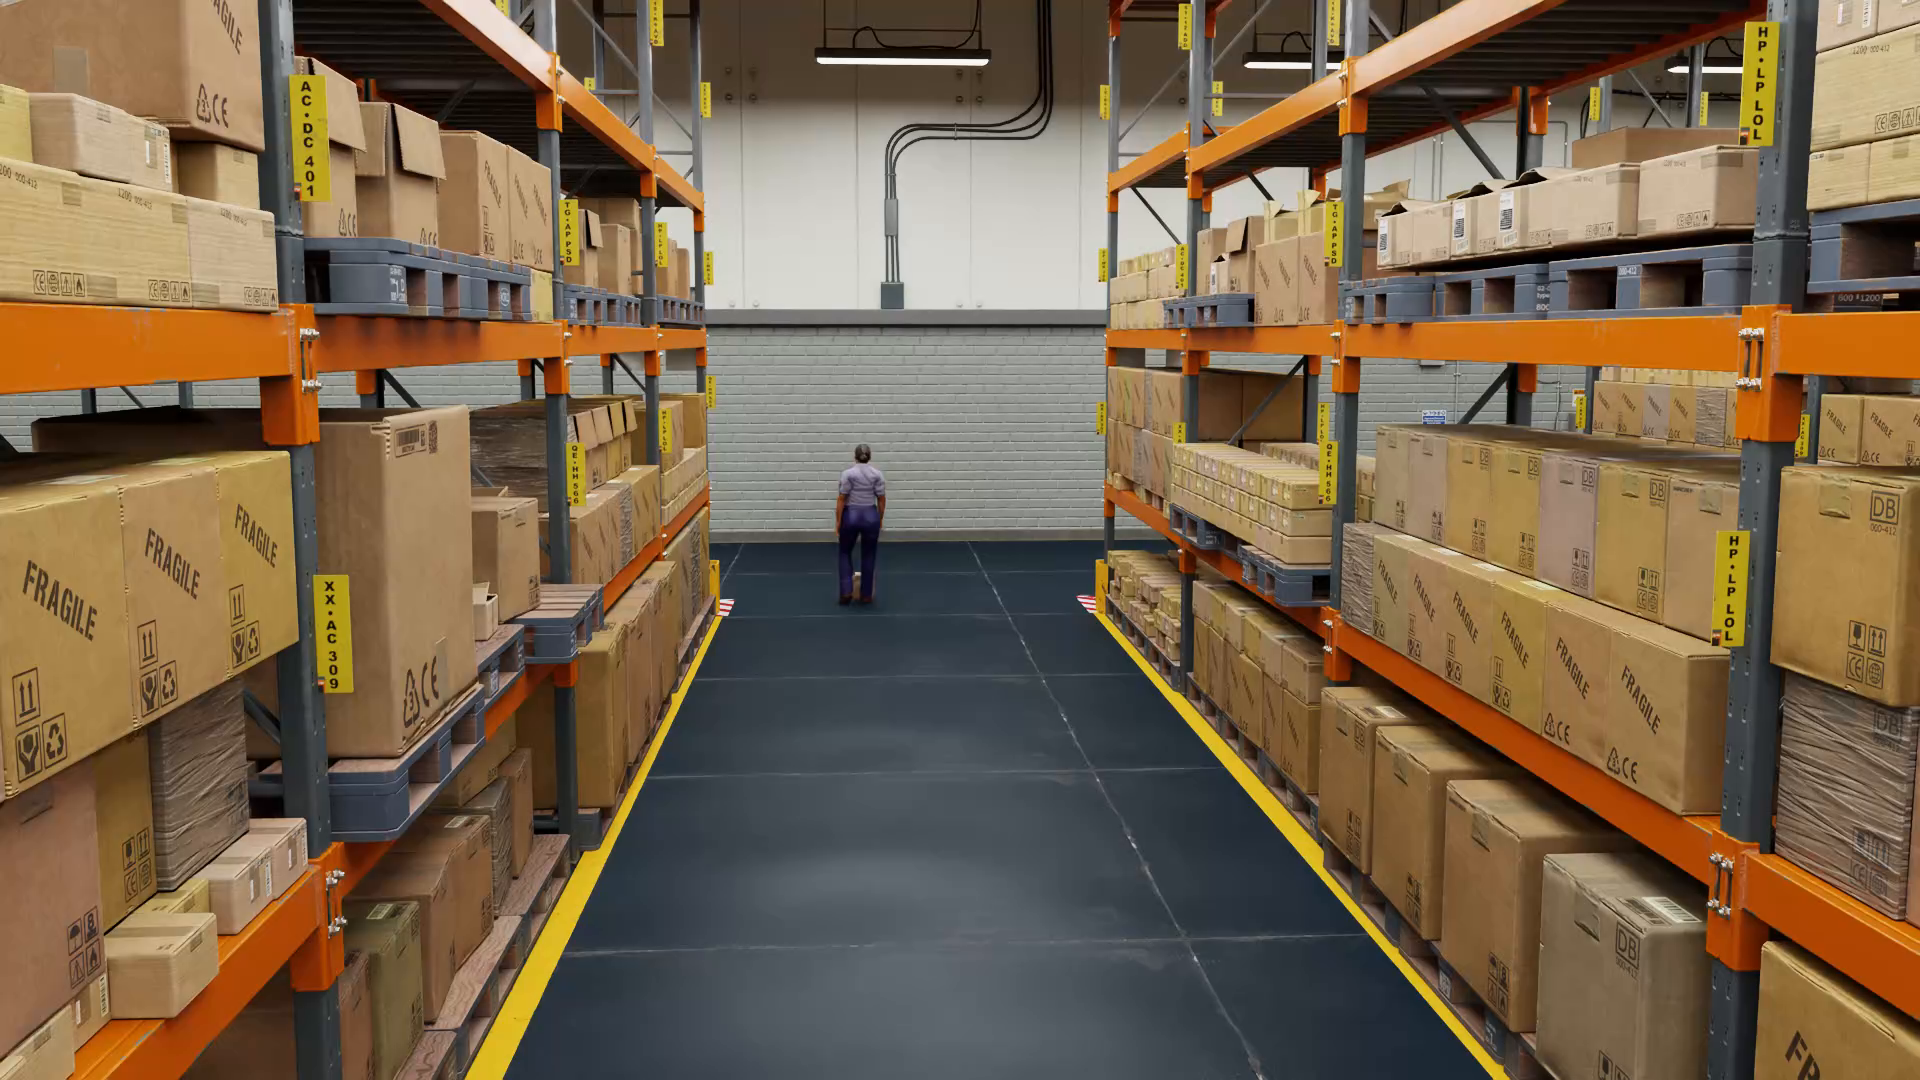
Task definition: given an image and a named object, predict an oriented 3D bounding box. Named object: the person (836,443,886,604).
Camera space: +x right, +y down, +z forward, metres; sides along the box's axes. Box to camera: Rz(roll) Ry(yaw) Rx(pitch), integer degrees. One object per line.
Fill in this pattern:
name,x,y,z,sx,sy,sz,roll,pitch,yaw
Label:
person,-1.027,-0.131,17.112,0.527,1.737,0.409,-1,7,-12
